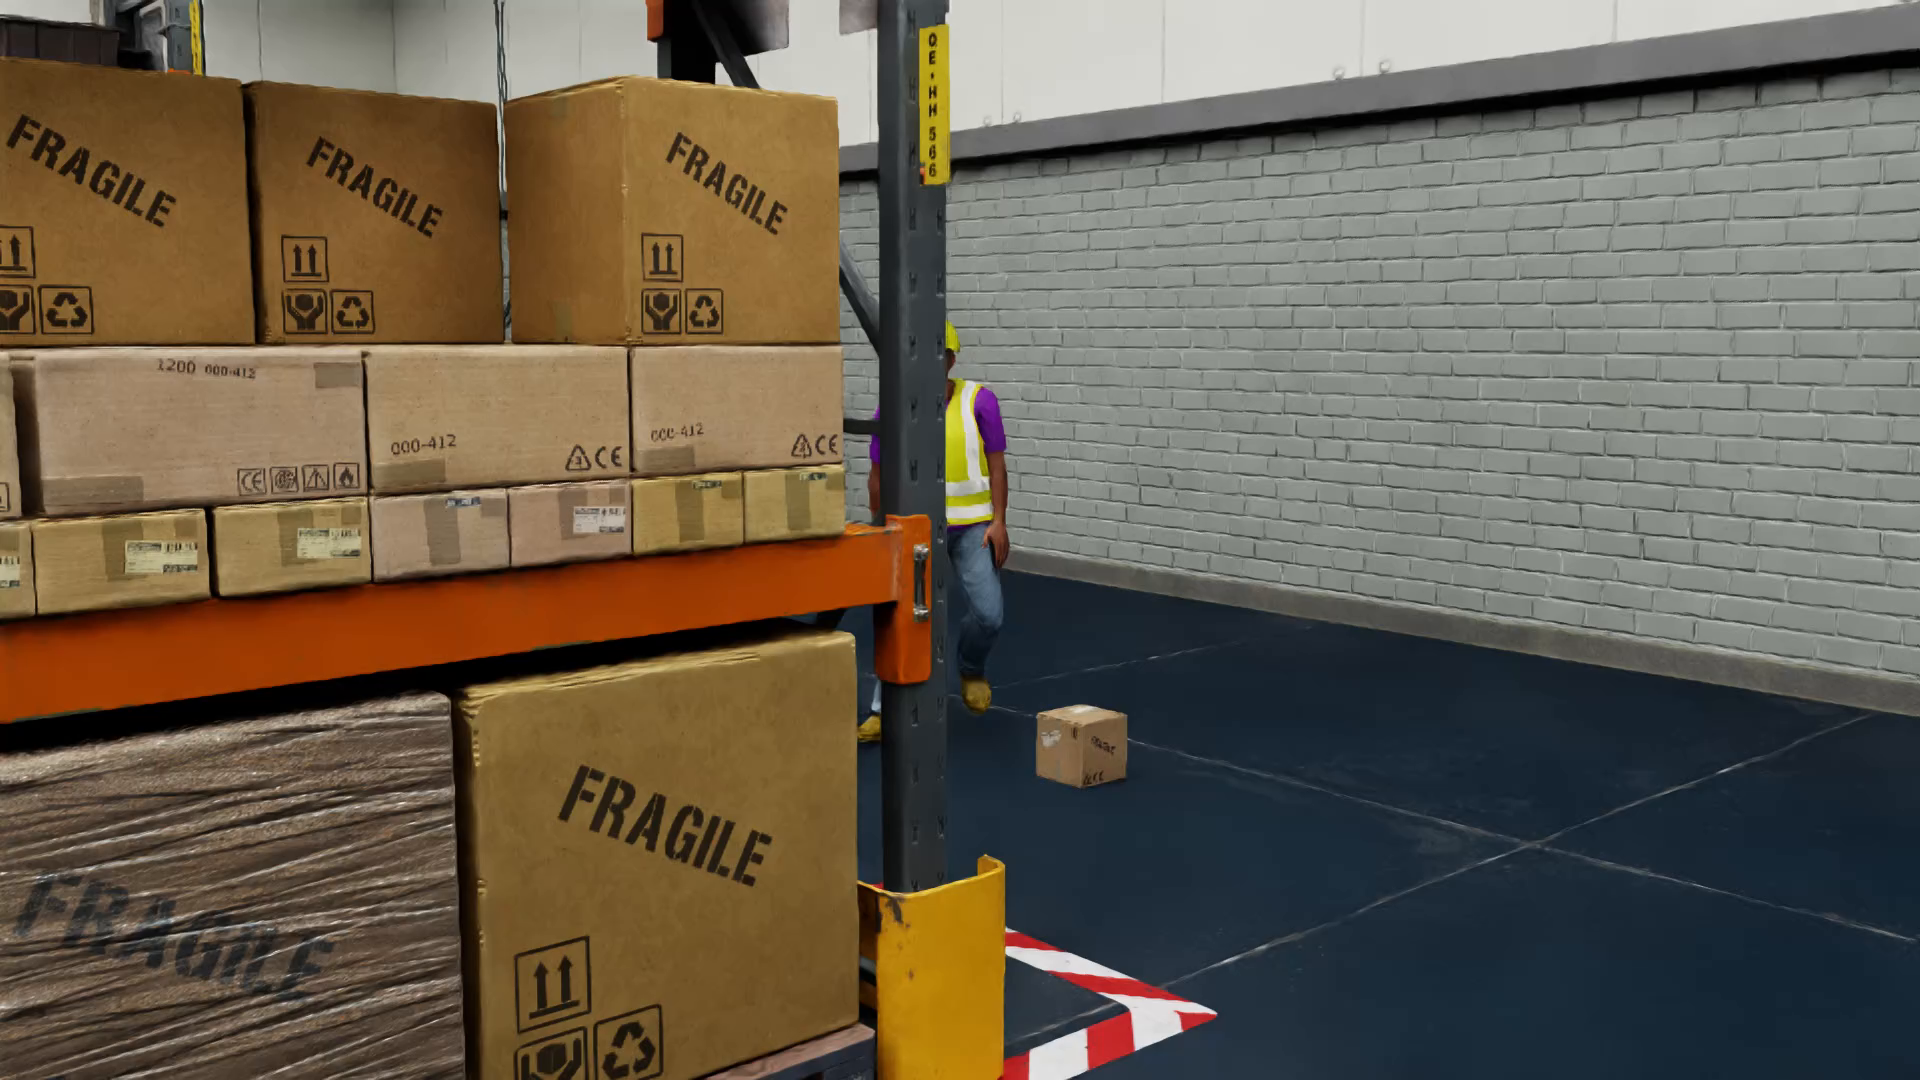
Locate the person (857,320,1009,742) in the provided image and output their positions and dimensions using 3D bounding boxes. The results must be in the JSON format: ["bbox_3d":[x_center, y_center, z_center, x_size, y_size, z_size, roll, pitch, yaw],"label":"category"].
[{"bbox_3d":[-0.118,-0.058,7.009,0.658,1.761,0.624,0,7,3],"label":"person"}]
